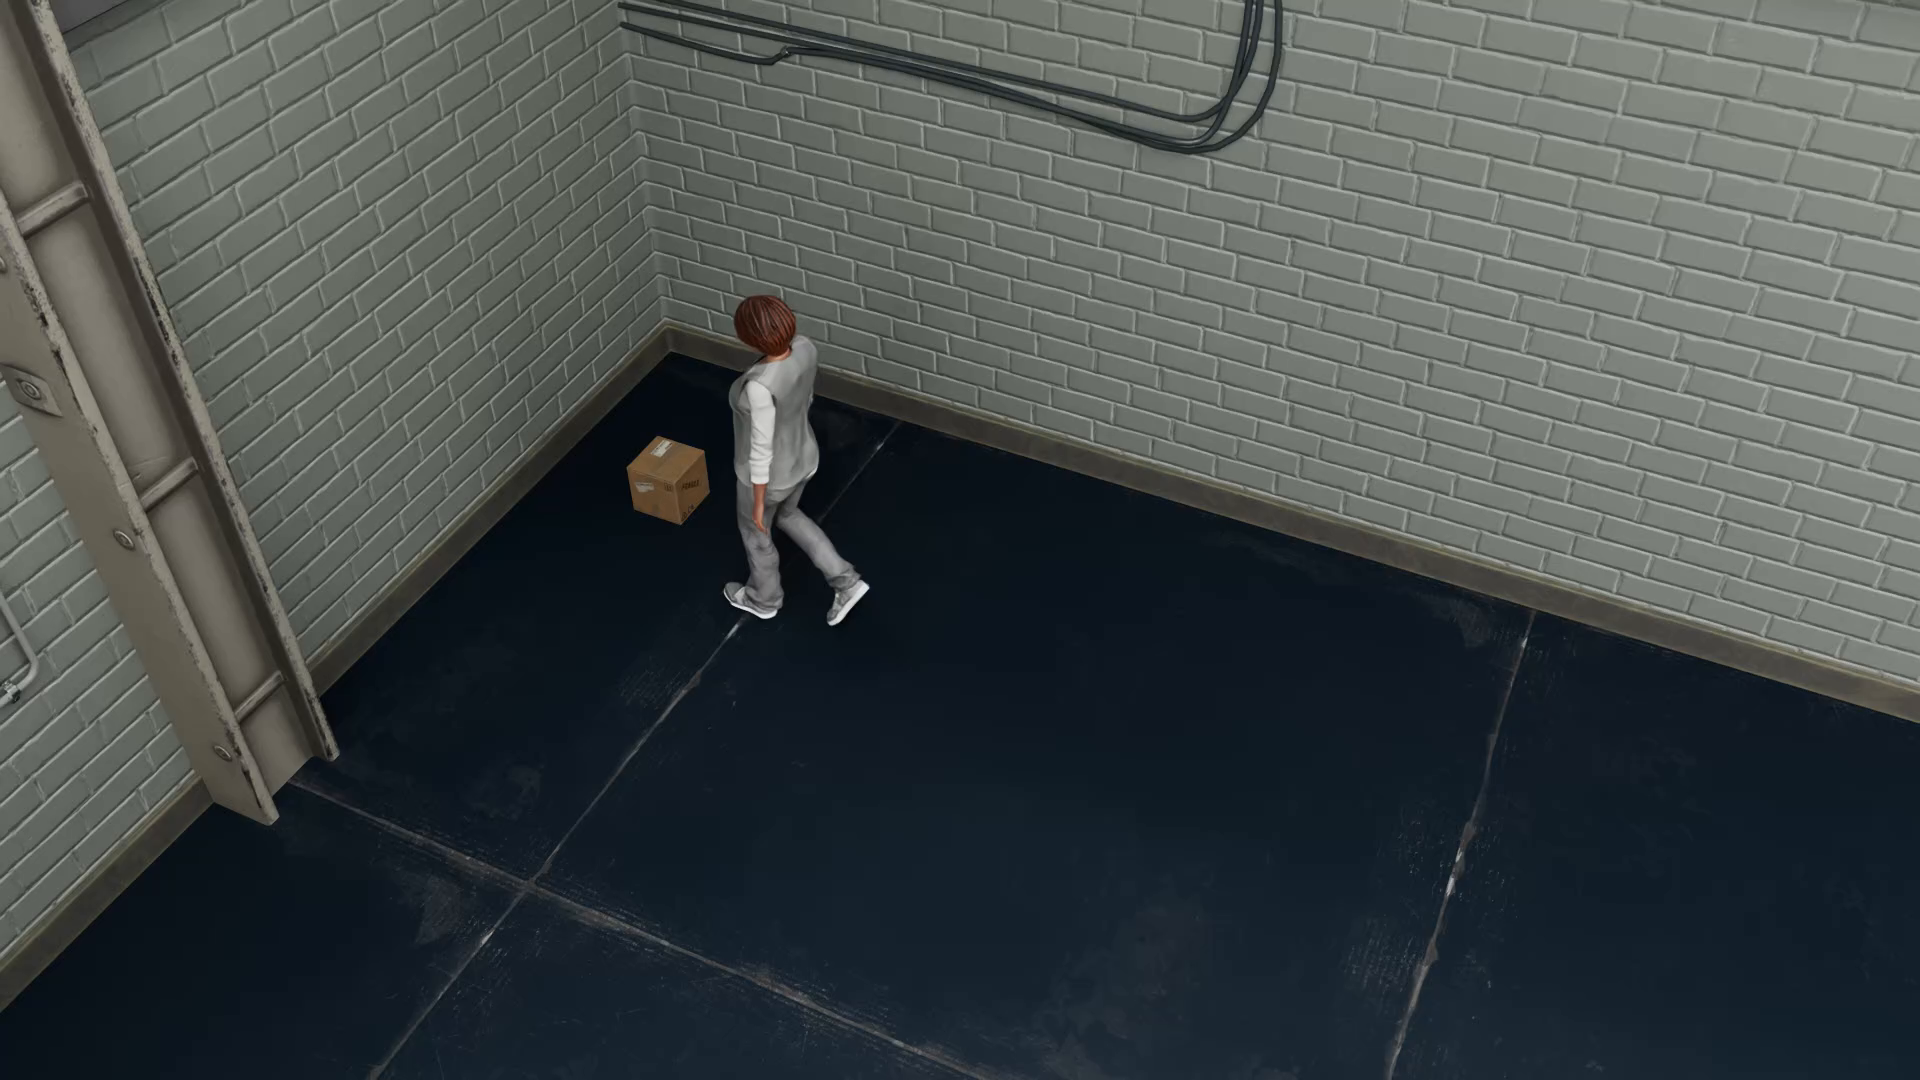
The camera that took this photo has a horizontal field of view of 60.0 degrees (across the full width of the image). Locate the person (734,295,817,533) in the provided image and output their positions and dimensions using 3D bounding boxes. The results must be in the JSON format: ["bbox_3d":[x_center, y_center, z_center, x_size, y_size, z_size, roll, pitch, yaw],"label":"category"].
[{"bbox_3d":[-0.714,-0.513,6.247,0.270,0.928,0.449,25,48,24],"label":"person"}]
